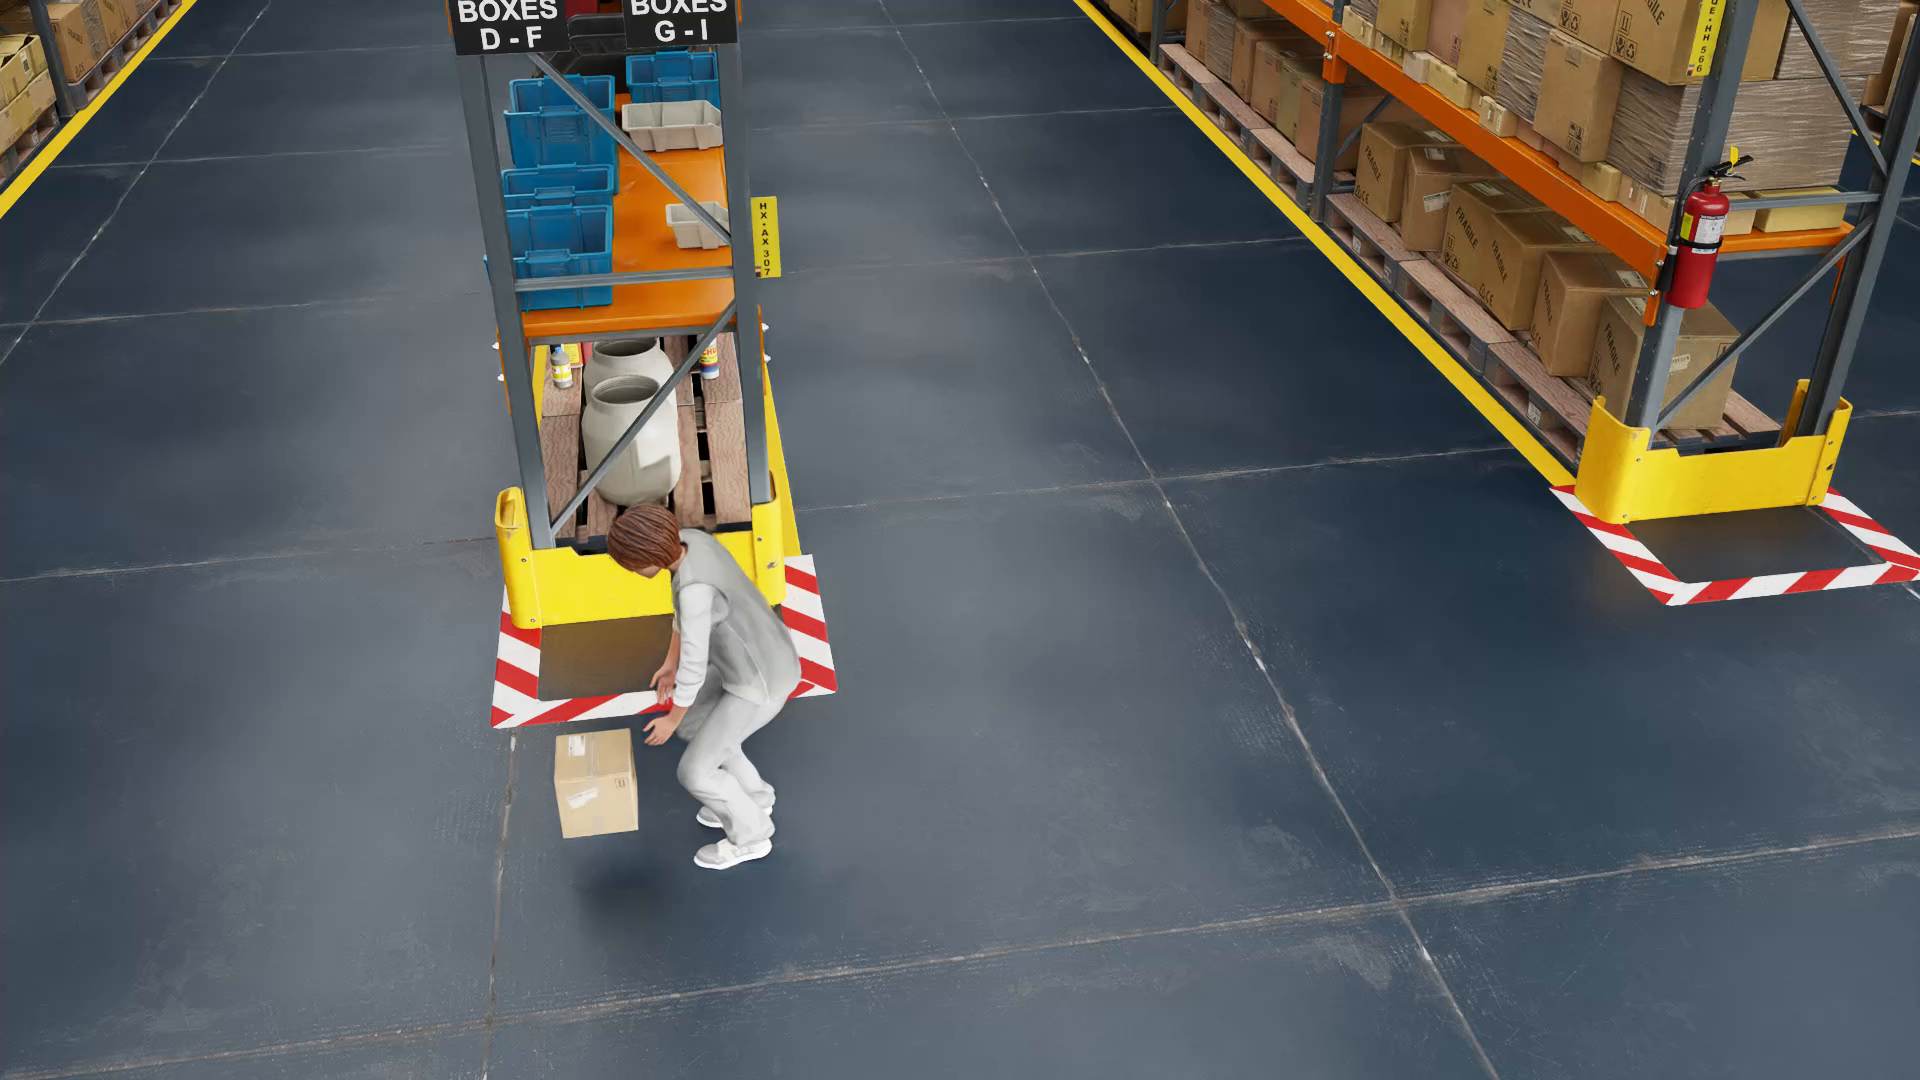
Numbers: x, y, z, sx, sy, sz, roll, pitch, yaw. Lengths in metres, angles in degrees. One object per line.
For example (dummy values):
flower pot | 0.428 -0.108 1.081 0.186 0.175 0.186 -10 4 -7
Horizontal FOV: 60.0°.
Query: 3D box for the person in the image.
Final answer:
person | -0.814 0.485 5.538 0.580 1.400 0.459 -5 31 -8
